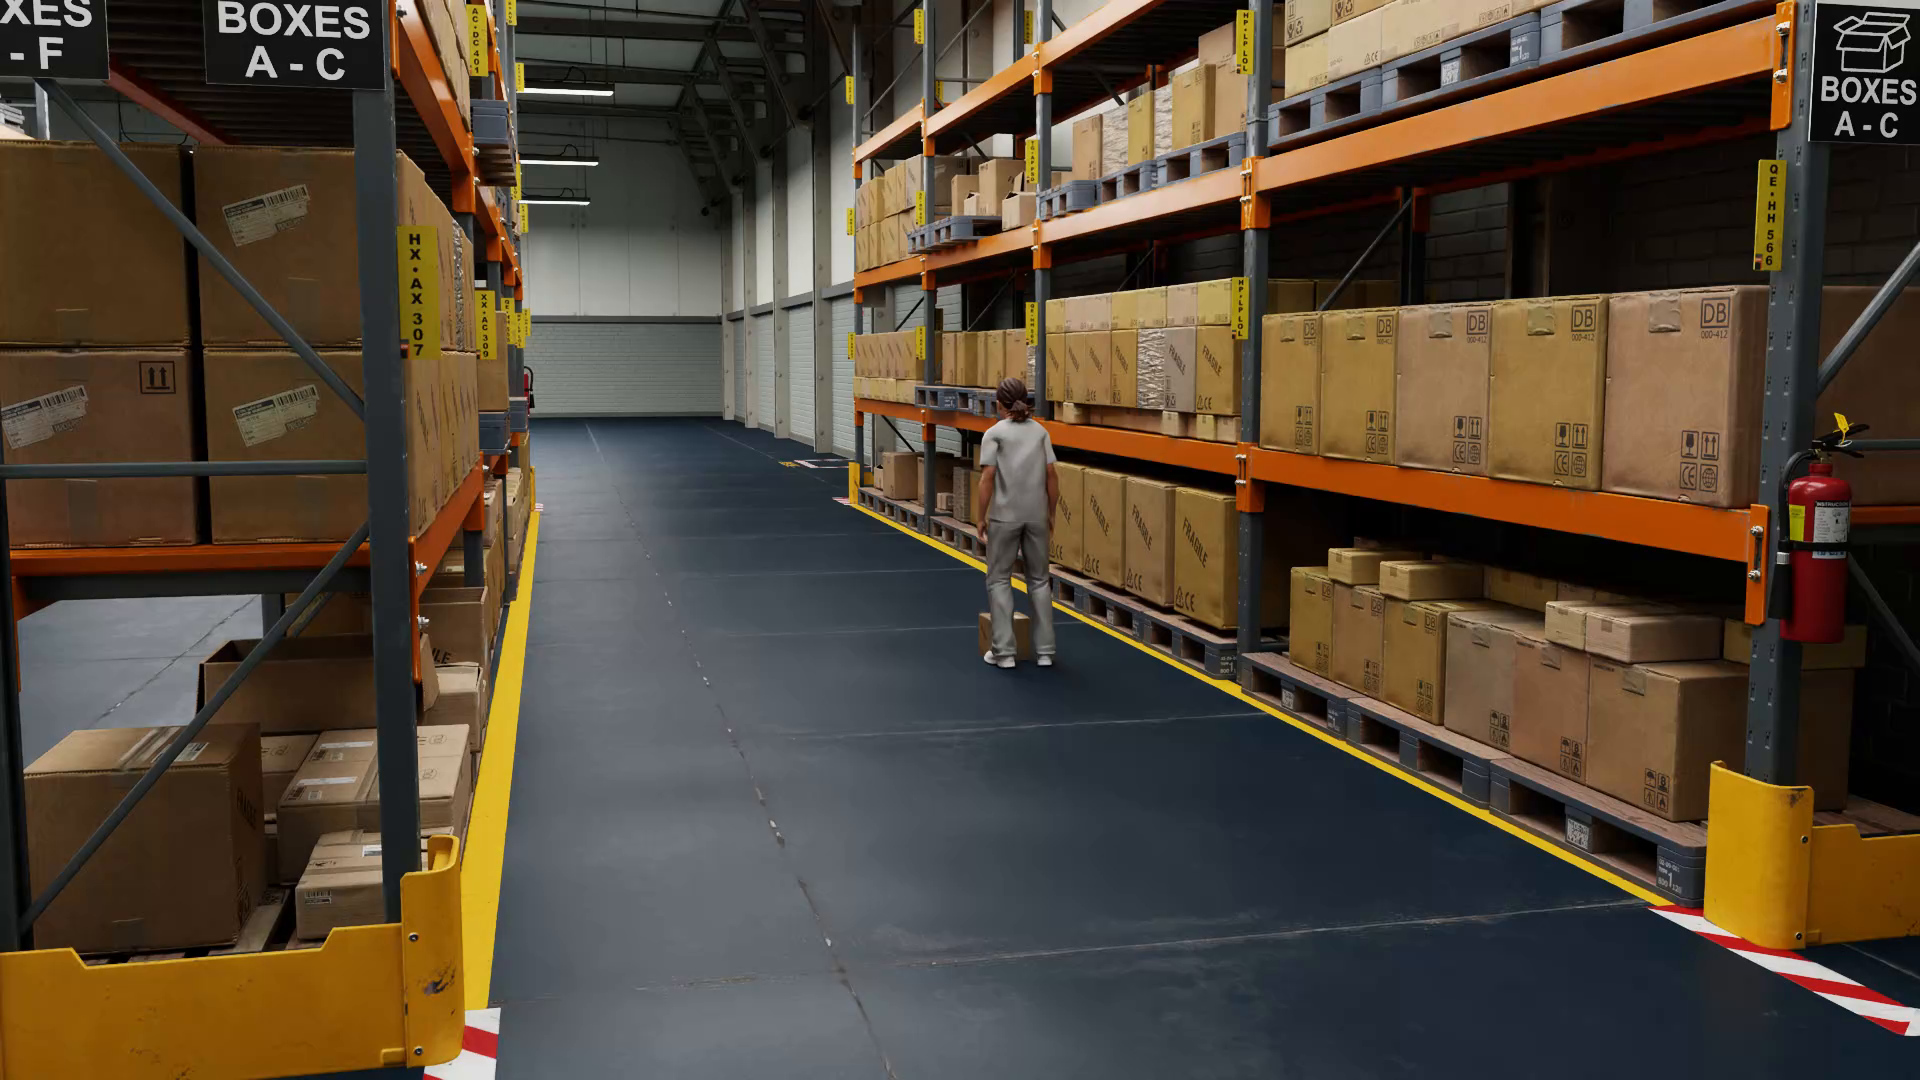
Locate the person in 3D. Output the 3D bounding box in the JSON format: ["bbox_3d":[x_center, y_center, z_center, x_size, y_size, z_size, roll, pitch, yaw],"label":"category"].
[{"bbox_3d":[0.335,-0.104,9.606,0.504,1.671,0.364,-2,6,-17],"label":"person"}]
